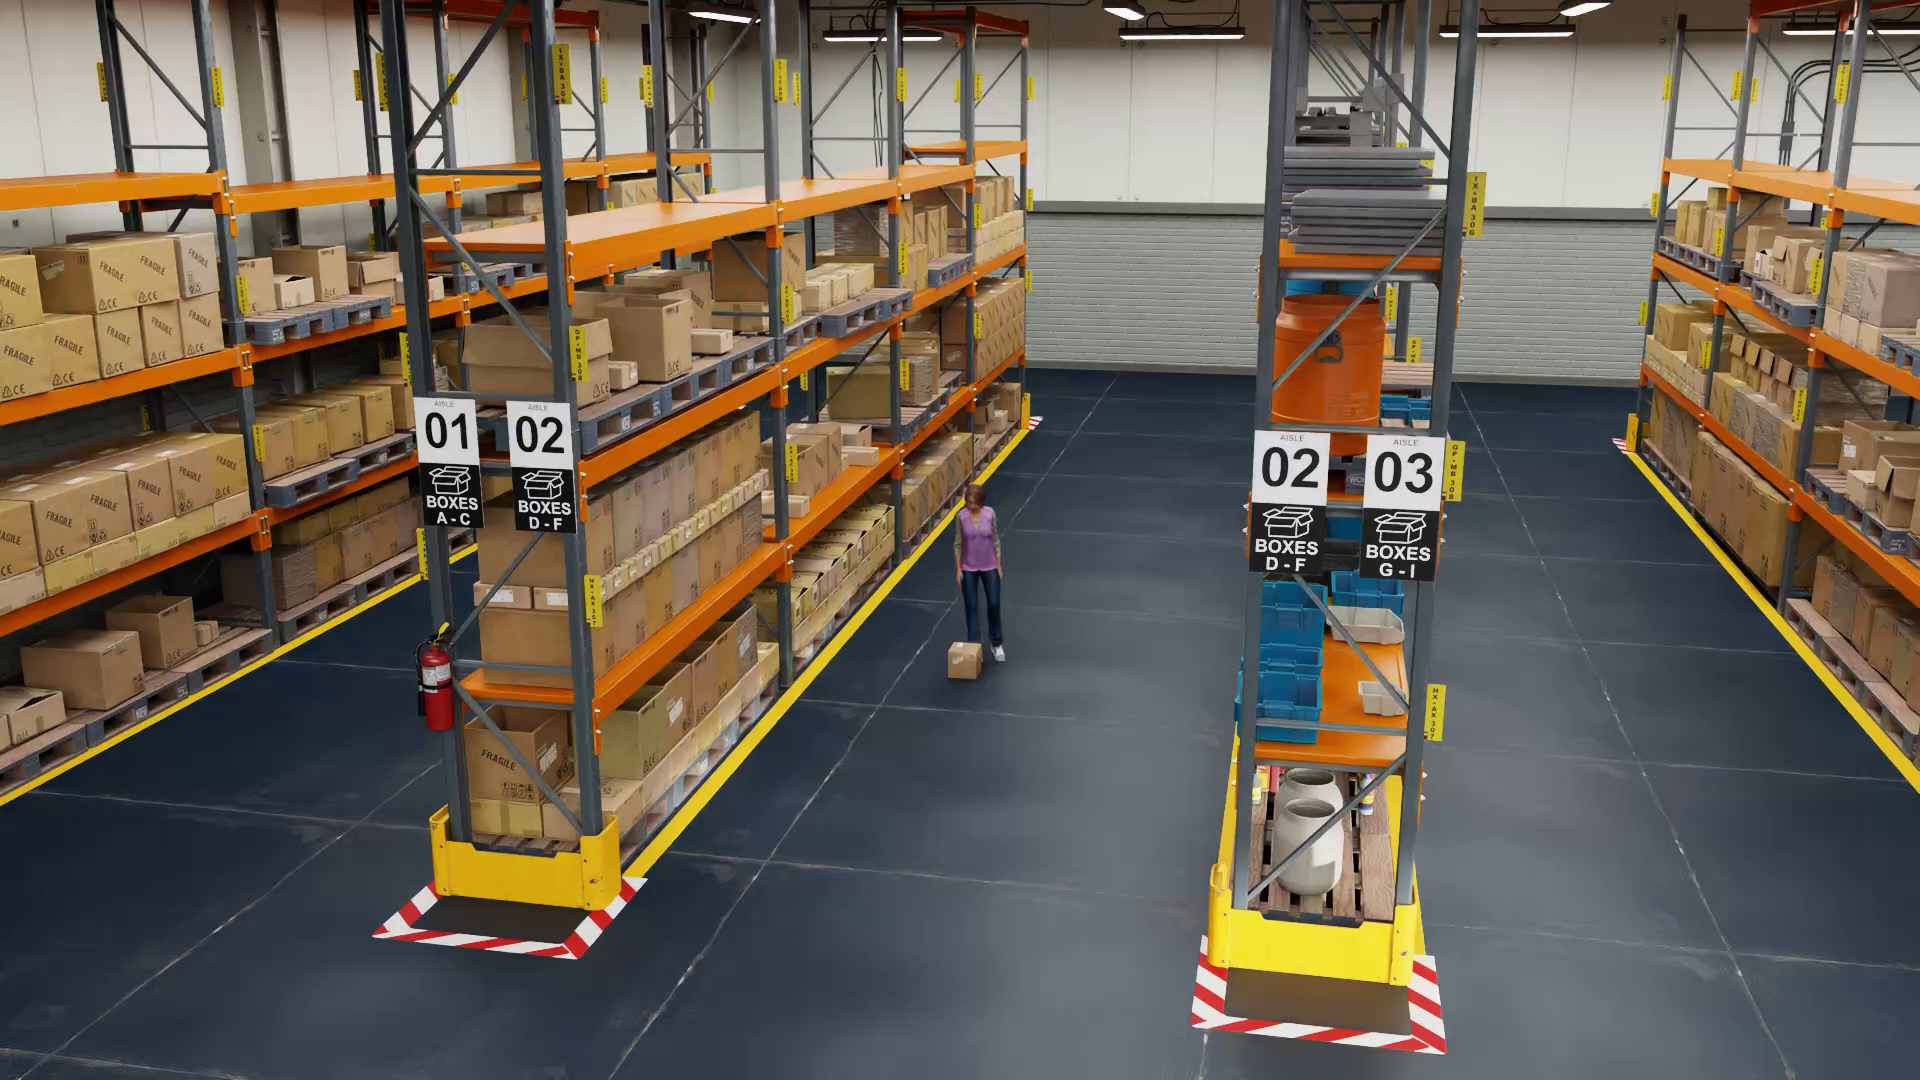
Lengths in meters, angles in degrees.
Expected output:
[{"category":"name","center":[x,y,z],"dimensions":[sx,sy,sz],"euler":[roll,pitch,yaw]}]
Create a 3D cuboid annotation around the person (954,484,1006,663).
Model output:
[{"category":"person","center":[0.180,0.308,14.882],"dimensions":[0.476,1.643,0.419],"euler":[0,15,1]}]
